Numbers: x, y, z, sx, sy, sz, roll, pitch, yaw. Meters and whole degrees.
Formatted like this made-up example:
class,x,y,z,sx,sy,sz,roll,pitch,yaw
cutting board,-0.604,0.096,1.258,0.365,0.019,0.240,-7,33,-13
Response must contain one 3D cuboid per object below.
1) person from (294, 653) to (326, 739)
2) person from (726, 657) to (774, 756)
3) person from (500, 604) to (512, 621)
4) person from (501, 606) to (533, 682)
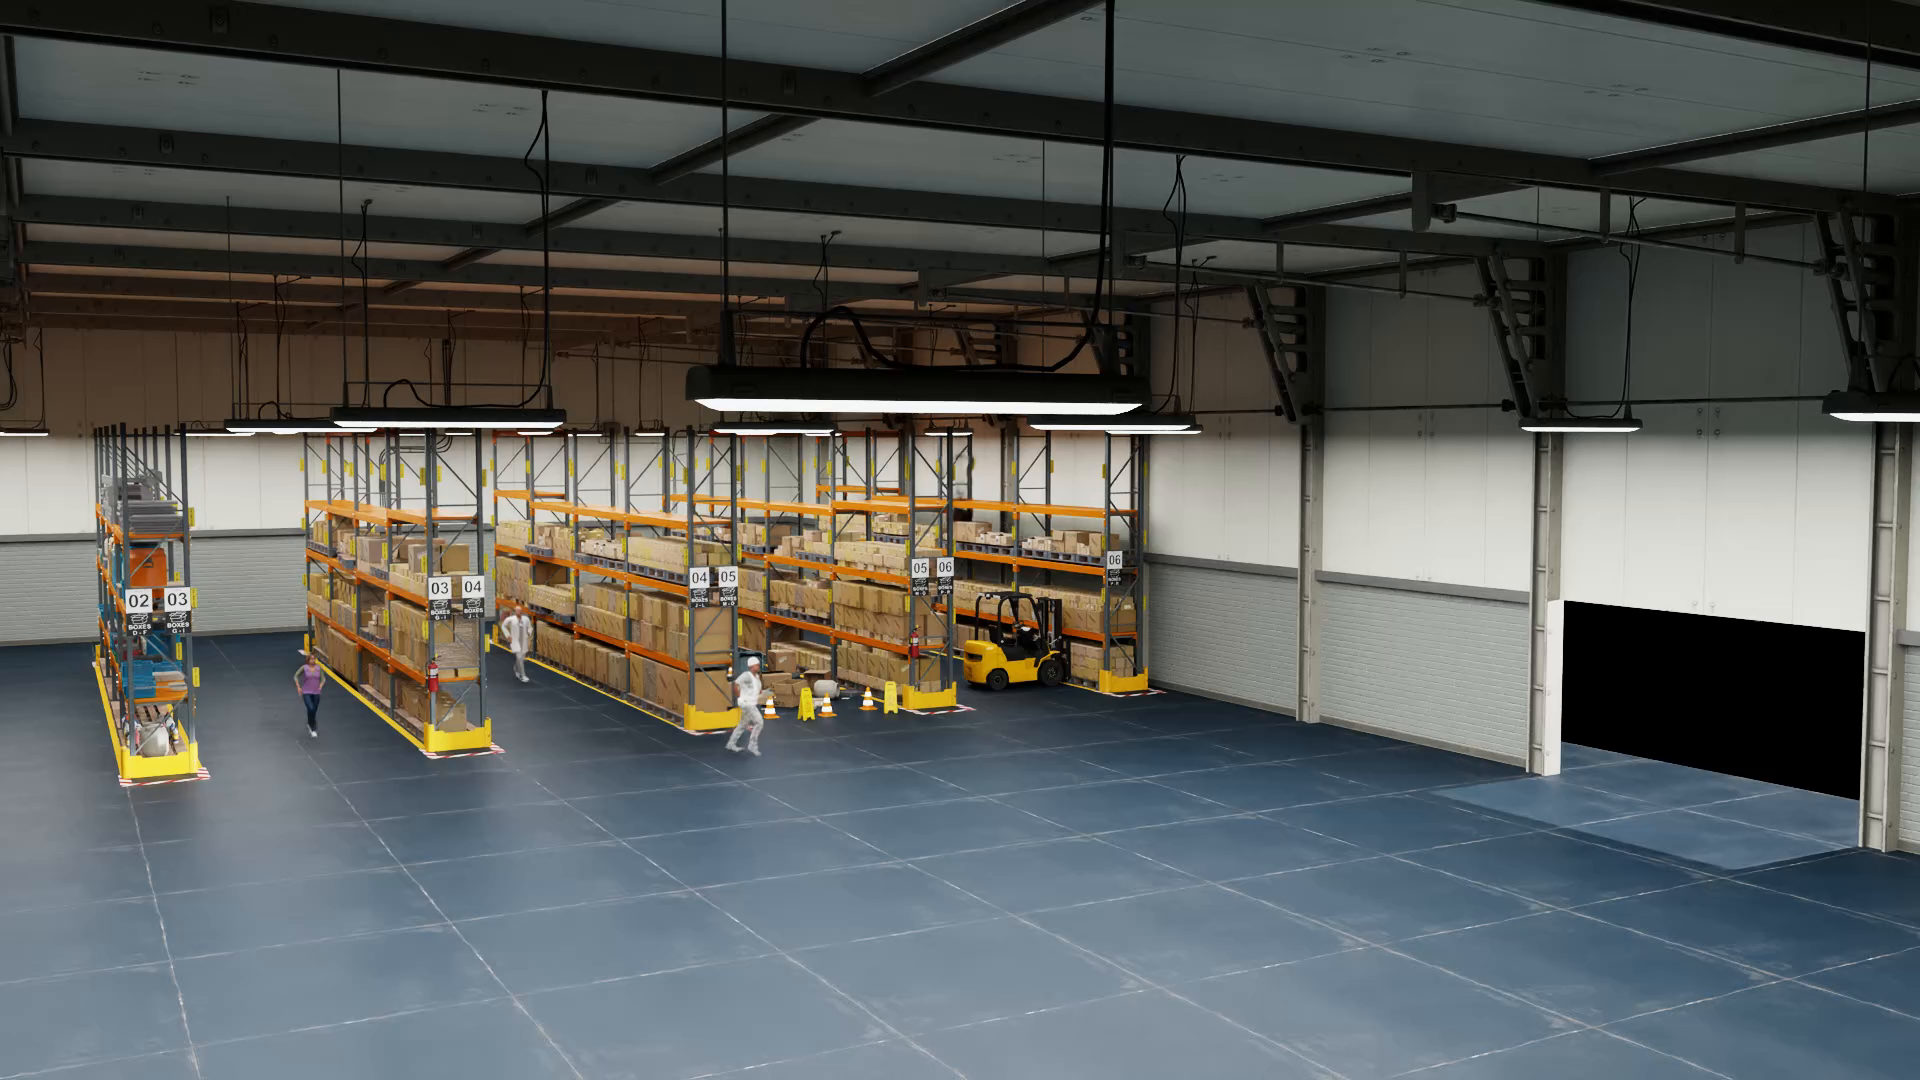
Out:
class,x,y,z,sx,sy,sz,roll,pitch,yaw
person,-12.531,3.002,32.097,0.542,1.624,0.732,-3,4,-39
person,-3.827,3.031,30.177,0.871,1.827,0.610,0,3,3
person,-13.048,2.029,47.864,0.573,1.613,0.577,-2,4,-27
person,-10.479,2.446,39.421,0.719,1.778,0.936,-2,4,-35
